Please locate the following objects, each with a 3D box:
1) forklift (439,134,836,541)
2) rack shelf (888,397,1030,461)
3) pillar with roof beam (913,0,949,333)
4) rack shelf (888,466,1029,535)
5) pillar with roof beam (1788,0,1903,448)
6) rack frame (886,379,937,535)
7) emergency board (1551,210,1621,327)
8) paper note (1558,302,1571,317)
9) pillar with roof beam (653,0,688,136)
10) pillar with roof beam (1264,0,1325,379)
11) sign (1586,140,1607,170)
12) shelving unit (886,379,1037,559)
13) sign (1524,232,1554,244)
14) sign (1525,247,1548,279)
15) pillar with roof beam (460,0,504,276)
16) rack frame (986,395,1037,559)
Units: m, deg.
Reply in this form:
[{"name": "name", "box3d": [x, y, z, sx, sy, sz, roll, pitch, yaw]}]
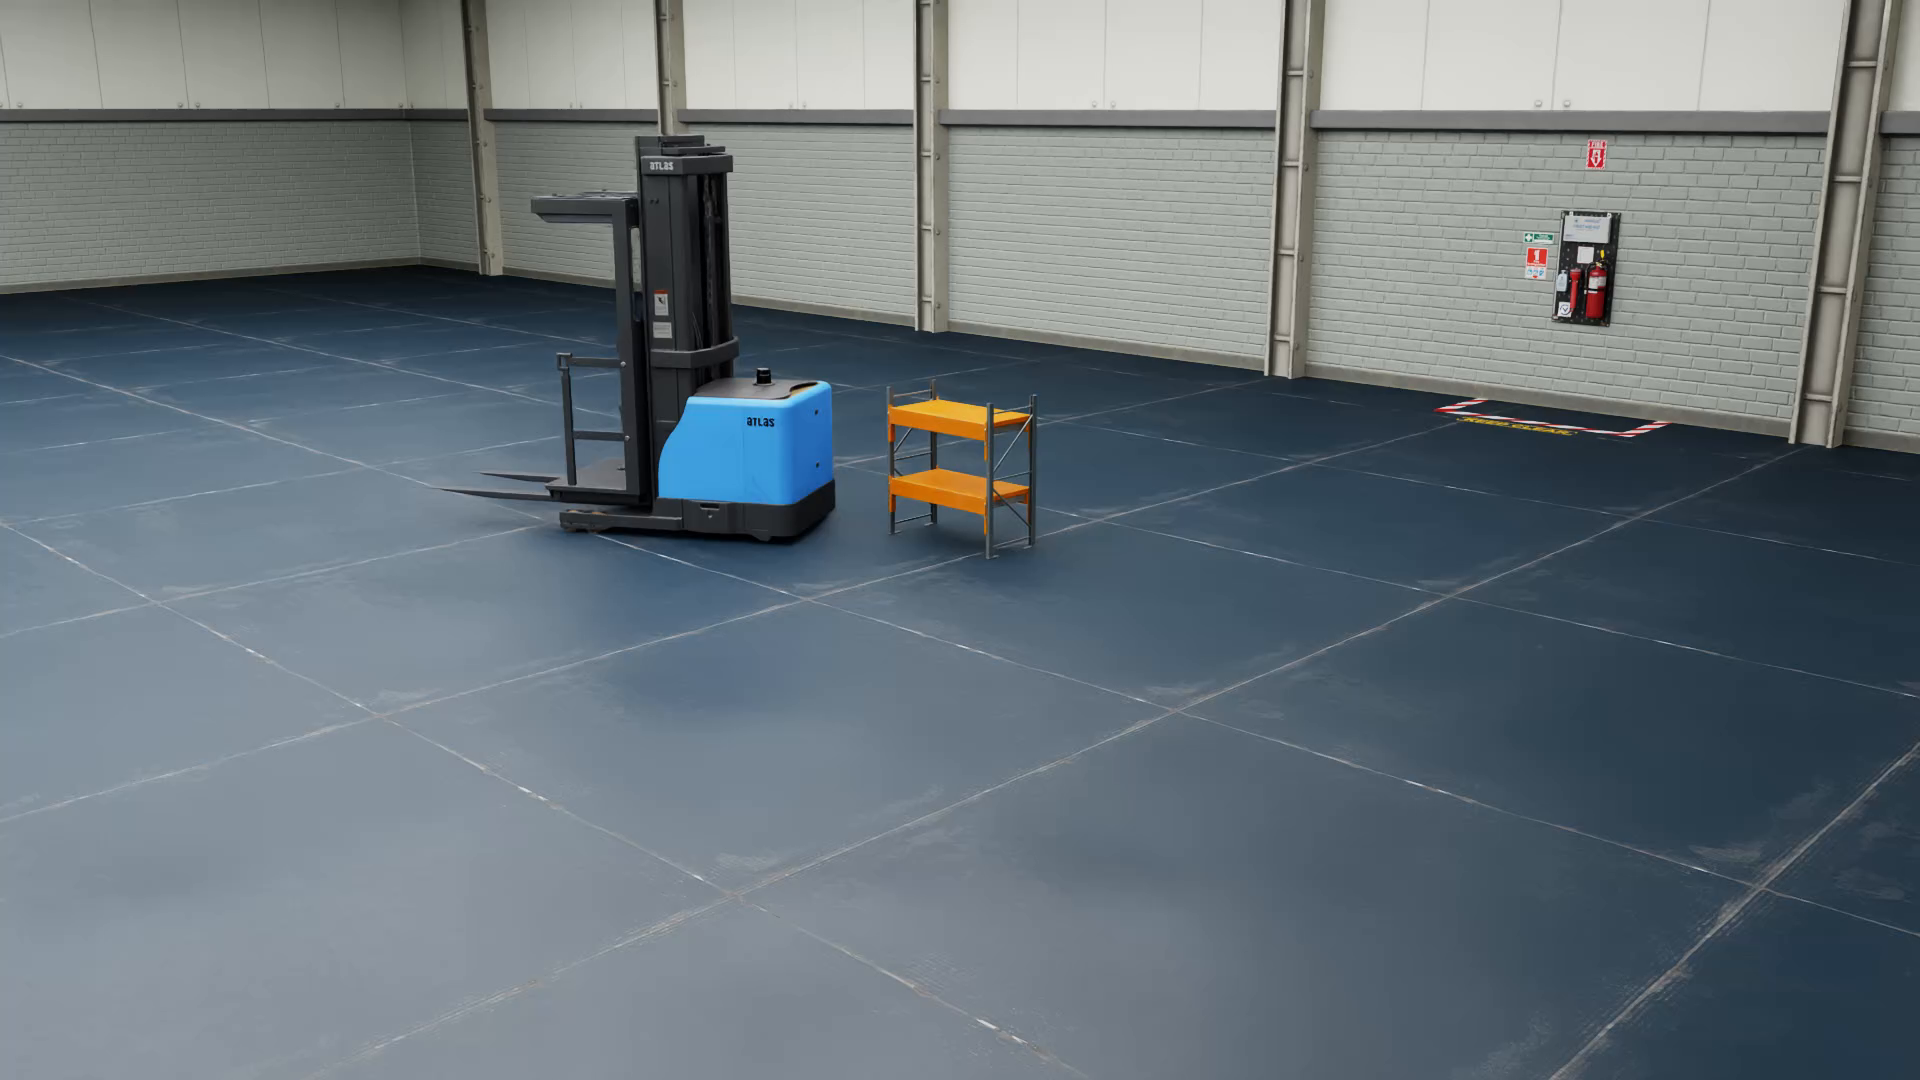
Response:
[{"name": "forklift", "box3d": [-2.557, -1.591, 12.726, 3.031, 2.935, 1.130, 4, 15, 14]}, {"name": "rack shelf", "box3d": [0.005, -0.826, 12.212, 1.000, 0.278, 0.538, 14, 20, 42]}, {"name": "pillar with roof beam", "box3d": [-3.394, -6.604, 19.932, 0.400, 9.000, 9.100, 14, 20, 42]}, {"name": "rack shelf", "box3d": [0.005, -0.307, 12.347, 1.000, 0.278, 0.538, 14, 20, 42]}, {"name": "pillar with roof beam", "box3d": [5.245, -4.504, 11.872, 0.400, 9.000, 9.100, 14, 20, 42]}, {"name": "rack frame", "box3d": [-0.361, -0.632, 12.627, 0.032, 1.125, 0.500, 14, 20, 42]}, {"name": "emergency board", "box3d": [6.480, -2.822, 17.314, 0.643, 1.169, 0.194, 14, 20, 42]}, {"name": "paper note", "box3d": [6.401, -2.439, 17.592, 0.142, 0.148, 0.016, 14, 20, 42]}, {"name": "pillar with roof beam", "box3d": [-7.713, -7.654, 23.962, 0.400, 9.000, 9.100, 14, 20, 42]}, {"name": "pillar with roof beam", "box3d": [0.925, -5.554, 15.902, 0.400, 9.000, 9.100, 14, 20, 42]}, {"name": "sign", "box3d": [6.544, -3.963, 17.096, 0.199, 0.298, 0.001, 14, 20, 42]}, {"name": "shelving unit", "box3d": [0.005, -0.543, 12.286, 1.048, 1.125, 0.538, 14, 20, 42]}, {"name": "sign", "box3d": [6.151, -3.209, 17.676, 0.331, 0.109, 0.001, 14, 20, 42]}, {"name": "sign", "box3d": [6.154, -2.955, 17.752, 0.234, 0.329, 0.001, 14, 20, 42]}, {"name": "pillar with roof beam", "box3d": [-12.032, -8.705, 27.992, 0.400, 9.000, 9.100, 14, 20, 42]}, {"name": "rack frame", "box3d": [0.371, -0.454, 11.944, 0.032, 1.125, 0.500, 14, 20, 42]}]
